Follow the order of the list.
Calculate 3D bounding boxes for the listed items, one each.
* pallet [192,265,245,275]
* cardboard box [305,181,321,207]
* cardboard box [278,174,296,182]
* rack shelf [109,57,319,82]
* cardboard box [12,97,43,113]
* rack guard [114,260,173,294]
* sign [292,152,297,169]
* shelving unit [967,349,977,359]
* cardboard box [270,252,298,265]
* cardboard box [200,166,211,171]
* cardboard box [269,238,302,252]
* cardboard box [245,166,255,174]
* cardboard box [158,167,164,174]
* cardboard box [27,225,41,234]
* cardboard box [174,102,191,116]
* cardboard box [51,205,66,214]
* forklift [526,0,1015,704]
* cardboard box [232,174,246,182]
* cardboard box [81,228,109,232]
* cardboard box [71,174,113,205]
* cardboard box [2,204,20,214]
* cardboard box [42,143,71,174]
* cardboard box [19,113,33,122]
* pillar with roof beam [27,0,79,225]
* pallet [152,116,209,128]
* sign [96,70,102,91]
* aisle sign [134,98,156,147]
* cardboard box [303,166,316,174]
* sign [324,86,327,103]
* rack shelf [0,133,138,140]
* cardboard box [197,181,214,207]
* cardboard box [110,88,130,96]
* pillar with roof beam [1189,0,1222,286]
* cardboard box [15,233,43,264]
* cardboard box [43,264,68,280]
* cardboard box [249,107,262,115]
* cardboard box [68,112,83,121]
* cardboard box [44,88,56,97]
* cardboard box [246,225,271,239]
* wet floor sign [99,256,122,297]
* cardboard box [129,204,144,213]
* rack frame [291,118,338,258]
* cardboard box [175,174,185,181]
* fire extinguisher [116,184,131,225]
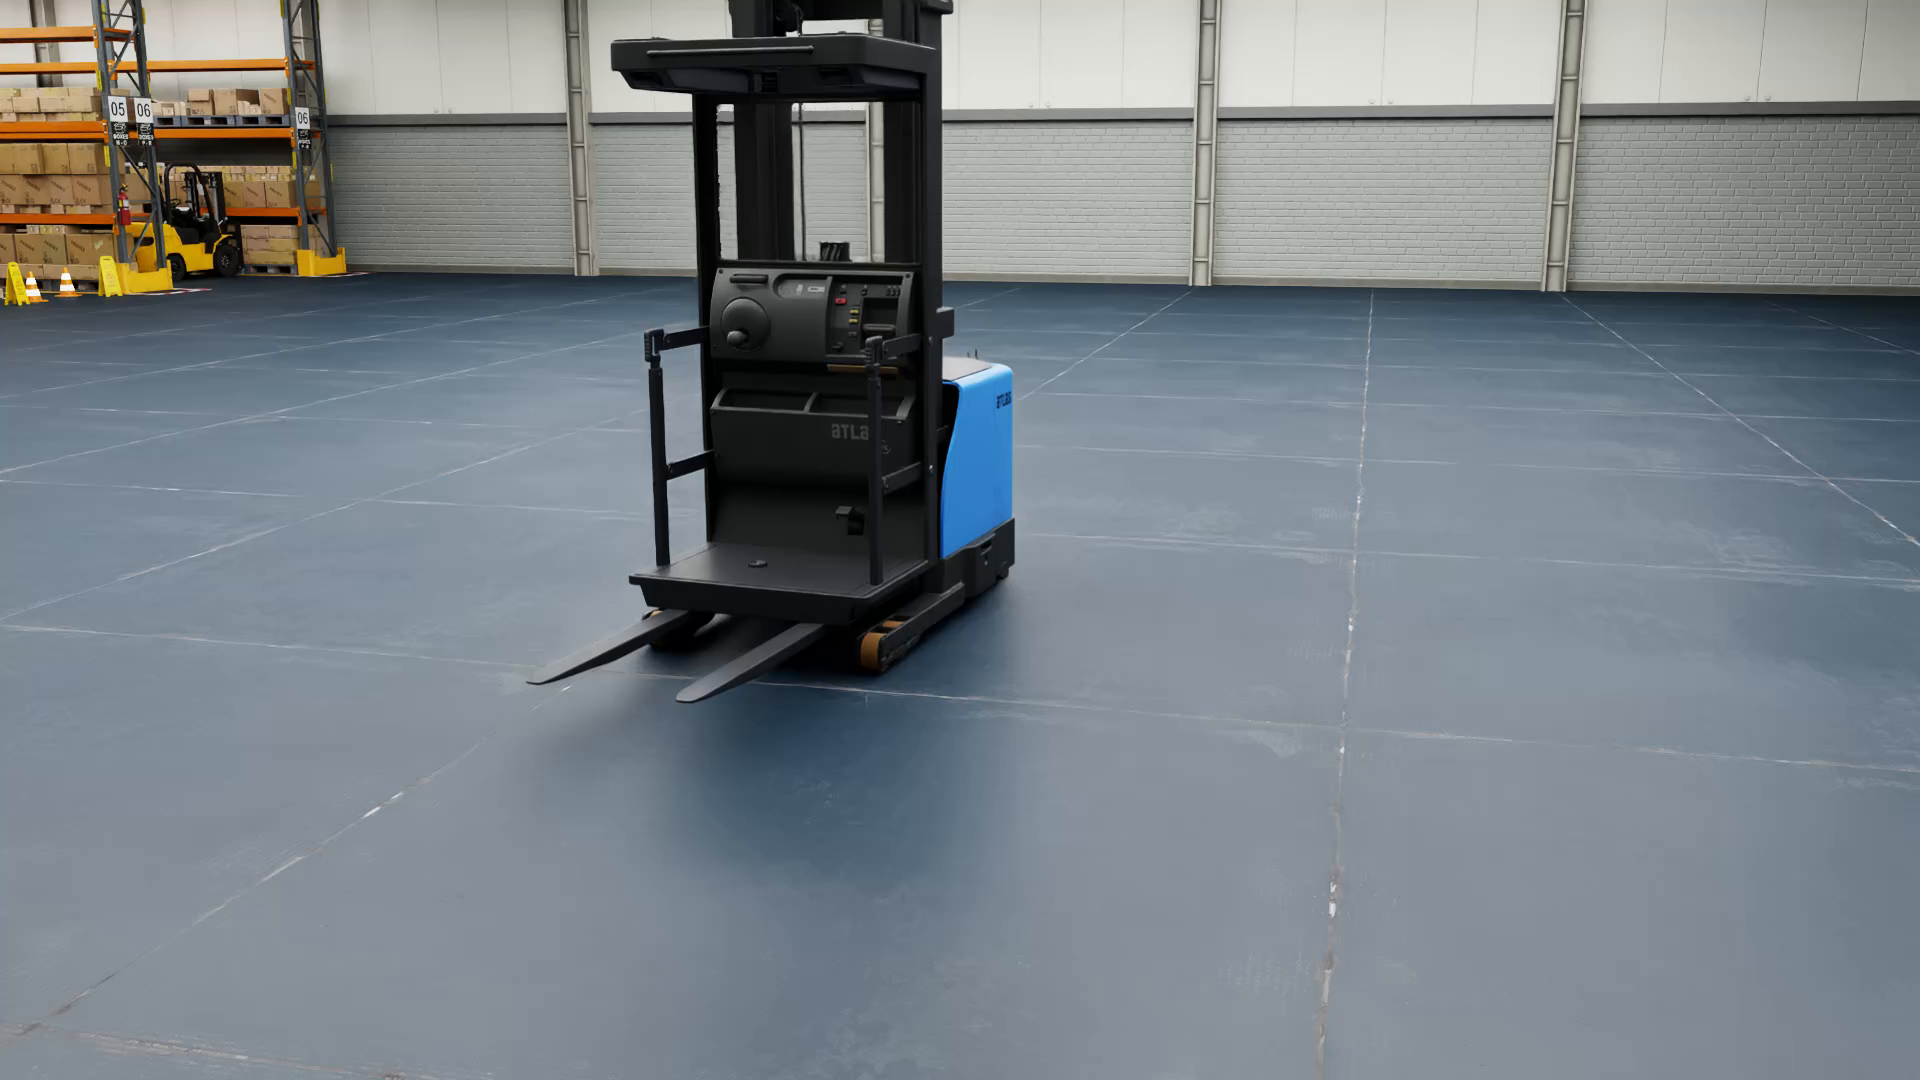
[{"bbox_3d":[-14.624,-5.485,33.466,1.213,0.211,1.003,3,13,14],"label":"pallet"},{"bbox_3d":[-13.105,-6.884,33.106,0.500,0.500,0.500,3,13,15],"label":"cardboard box"},{"bbox_3d":[-13.094,-7.076,32.472,0.250,0.149,0.380,3,13,14],"label":"cardboard box"},{"bbox_3d":[-14.632,-9.237,32.677,4.000,0.370,1.077,3,13,14],"label":"rack shelf"},{"bbox_3d":[-15.430,-7.266,27.791,0.500,0.250,0.500,3,13,15],"label":"cardboard box"},{"bbox_3d":[-13.950,-4.491,28.321,0.348,0.500,1.175,3,13,14],"label":"rack guard"},{"bbox_3d":[-12.834,-7.319,32.075,0.005,0.325,0.100,3,13,14],"label":"sign"},{"bbox_3d":[-0.052,-0.515,9.133,0.252,1.050,0.215,3,13,14],"label":"shelving unit"},{"bbox_3d":[-13.222,-5.572,32.800,0.500,0.250,0.500,3,13,14],"label":"cardboard box"},{"bbox_3d":[-14.819,-7.331,32.937,0.250,0.149,0.380,3,13,14],"label":"cardboard box"},{"bbox_3d":[-13.238,-5.817,32.753,0.500,0.250,0.500,3,13,13],"label":"cardboard box"},{"bbox_3d":[-13.820,-7.279,32.701,0.250,0.149,0.380,3,13,14],"label":"cardboard box"},{"bbox_3d":[-15.810,-7.385,33.177,0.250,0.149,0.380,3,13,12],"label":"cardboard box"},{"bbox_3d":[-15.588,-5.272,28.220,0.250,0.149,0.380,4,13,16],"label":"cardboard box"},{"bbox_3d":[-15.206,-8.470,32.672,0.258,0.266,0.396,3,13,12],"label":"cardboard box"},{"bbox_3d":[-15.064,-5.574,28.010,0.250,0.149,0.380,3,13,15],"label":"cardboard box"},{"bbox_3d":[-0.712,-0.990,6.930,1.130,2.935,3.031,5,13,20],"label":"forklift"},{"bbox_3d":[-14.095,-7.128,32.709,0.250,0.149,0.380,3,13,12],"label":"cardboard box"},{"bbox_3d":[-17.835,-6.071,34.185,0.625,0.625,0.875,3,13,13],"label":"cardboard box"},{"bbox_3d":[-14.469,-5.871,27.855,0.500,0.500,0.500,3,13,13],"label":"cardboard box"},{"bbox_3d":[-16.039,-5.633,28.277,0.250,0.149,0.380,3,13,13],"label":"cardboard box"},{"bbox_3d":[-14.914,-6.398,27.919,0.500,0.500,0.700,3,13,14],"label":"cardboard box"},{"bbox_3d":[-15.526,-7.081,27.879,0.250,0.149,0.380,3,13,12],"label":"cardboard box"},{"bbox_3d":[-20.007,-9.312,30.428,0.400,9.000,9.100,3,13,14],"label":"pillar with roof beam"},{"bbox_3d":[-15.740,-8.341,33.183,1.213,0.211,1.003,3,13,14],"label":"pallet"},{"bbox_3d":[-14.028,-7.488,27.090,0.005,0.325,0.100,3,13,14],"label":"sign"},{"bbox_3d":[-13.742,-7.038,28.030,0.004,0.787,0.394,3,13,14],"label":"aisle sign"},{"bbox_3d":[-12.965,-7.324,32.905,0.250,0.149,0.380,3,13,12],"label":"cardboard box"},{"bbox_3d":[-12.552,-8.797,32.834,0.005,0.325,0.100,3,13,14],"label":"sign"},{"bbox_3d":[-18.516,-8.176,33.894,4.000,0.370,1.077,3,13,14],"label":"rack shelf"},{"bbox_3d":[-14.721,-6.849,32.950,0.500,0.500,0.500,3,13,14],"label":"cardboard box"},{"bbox_3d":[-14.172,-7.499,27.924,0.250,0.149,0.380,3,13,13],"label":"cardboard box"},{"bbox_3d":[3.294,-8.066,24.814,0.400,9.000,9.100,3,13,14],"label":"pillar with roof beam"},{"bbox_3d":[-15.712,-4.977,28.387,0.500,0.500,0.500,3,13,12],"label":"cardboard box"},{"bbox_3d":[-15.226,-4.584,28.347,0.500,0.250,0.500,3,13,14],"label":"cardboard box"},{"bbox_3d":[-13.568,-8.326,32.290,0.250,0.149,0.380,3,13,12],"label":"cardboard box"},{"bbox_3d":[-14.539,-7.015,27.580,0.250,0.149,0.380,3,13,14],"label":"cardboard box"},{"bbox_3d":[-15.002,-7.448,27.694,0.250,0.149,0.380,3,13,14],"label":"cardboard box"},{"bbox_3d":[-13.709,-6.085,32.808,0.500,0.250,0.500,3,13,15],"label":"cardboard box"},{"bbox_3d":[-13.948,-4.323,27.228,0.232,0.644,0.267,8,15,33],"label":"wet floor sign"},{"bbox_3d":[-14.156,-5.646,28.335,0.250,0.149,0.380,3,13,14],"label":"cardboard box"},{"bbox_3d":[-12.690,-6.751,32.738,0.127,3.000,1.000,3,13,14],"label":"rack frame"},{"bbox_3d":[-15.340,-7.189,32.984,0.250,0.149,0.380,3,13,13],"label":"cardboard box"},{"bbox_3d":[-13.875,-5.567,27.577,0.183,0.674,0.296,3,13,14],"label":"fire extinguisher"}]
